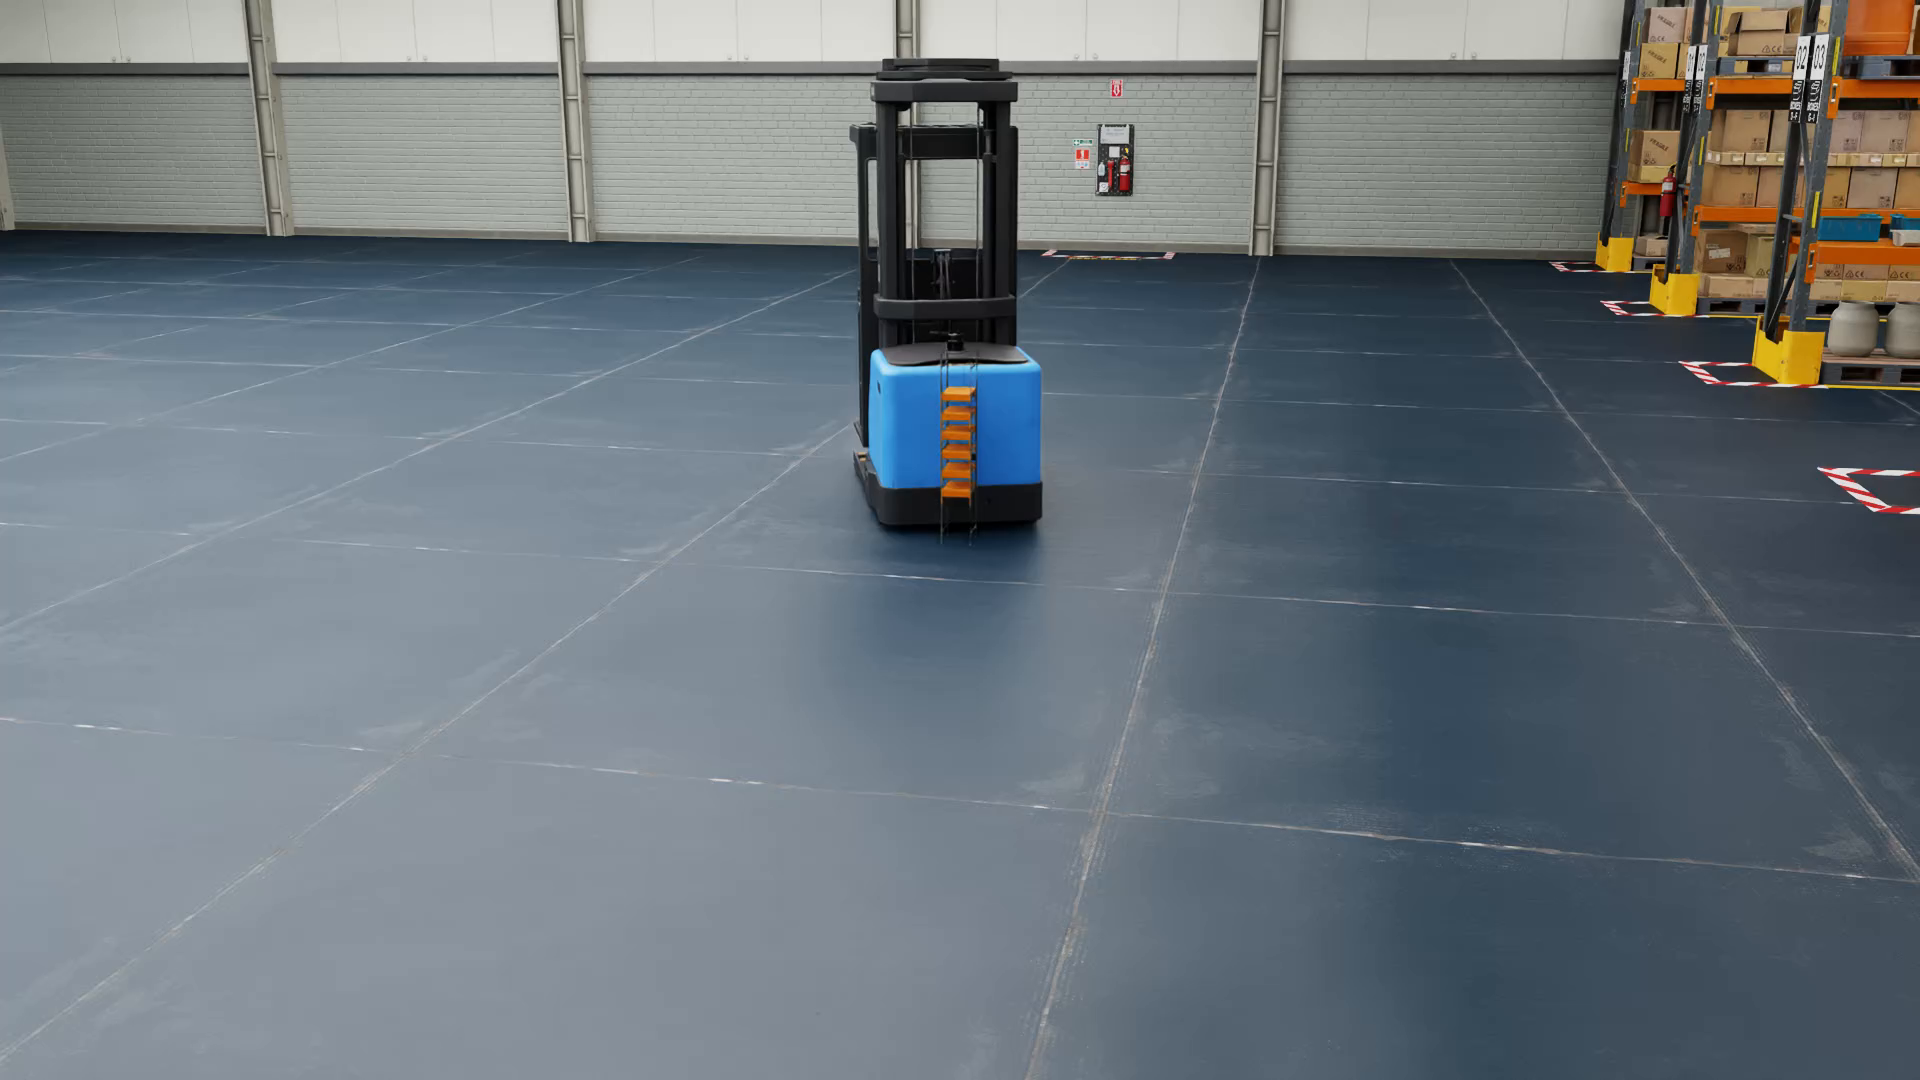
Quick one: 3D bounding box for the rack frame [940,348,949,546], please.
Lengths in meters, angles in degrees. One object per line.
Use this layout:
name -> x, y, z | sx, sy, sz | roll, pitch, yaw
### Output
rack frame -> -0.095, -0.575, 10.319 | 0.006, 1.200, 0.240 | 3, 16, 9

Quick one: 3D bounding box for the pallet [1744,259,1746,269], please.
pallet -> 12.064, -4.195, 25.241 | 1.213, 0.211, 1.003 | 3, 16, 11

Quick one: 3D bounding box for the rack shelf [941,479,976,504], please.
rack shelf -> -0.005, -0.297, 10.380 | 0.180, 0.103, 0.258 | 3, 16, 9

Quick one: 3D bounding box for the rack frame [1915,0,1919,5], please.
rack frame -> 13.928, -8.339, 23.740 | 0.127, 3.000, 1.000 | 3, 16, 11

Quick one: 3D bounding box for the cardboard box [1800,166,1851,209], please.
cardboard box -> 10.480, -4.330, 20.318 | 0.500, 0.500, 0.700 | 3, 16, 11

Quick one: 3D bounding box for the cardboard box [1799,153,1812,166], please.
cardboard box -> 10.116, -4.608, 20.104 | 0.250, 0.149, 0.380 | 3, 16, 10

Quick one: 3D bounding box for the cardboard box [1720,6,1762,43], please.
cardboard box -> 11.323, -7.498, 24.224 | 0.500, 0.500, 0.500 | 4, 16, 13

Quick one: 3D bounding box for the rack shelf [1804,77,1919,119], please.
rack shelf -> 9.994, -4.062, 15.265 | 4.000, 0.370, 1.077 | 3, 16, 11

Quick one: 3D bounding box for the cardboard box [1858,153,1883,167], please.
cardboard box -> 10.872, -4.566, 19.956 | 0.250, 0.149, 0.380 | 3, 16, 12

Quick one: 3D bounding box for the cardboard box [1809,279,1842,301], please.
cardboard box -> 10.486, -3.103, 20.440 | 0.500, 0.250, 0.500 | 3, 16, 11

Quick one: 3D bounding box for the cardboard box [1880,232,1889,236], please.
cardboard box -> 11.572, -3.551, 20.650 | 0.500, 0.500, 0.500 | 3, 16, 11

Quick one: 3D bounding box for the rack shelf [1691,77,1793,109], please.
rack shelf -> 10.984, -5.357, 19.942 | 4.000, 0.370, 1.077 | 3, 16, 11

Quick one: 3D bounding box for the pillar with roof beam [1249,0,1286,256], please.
pillar with roof beam -> 4.129, -7.934, 22.278 | 0.400, 9.000, 9.100 | 3, 16, 11

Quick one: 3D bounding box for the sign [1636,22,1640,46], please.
sign -> 9.900, -7.386, 24.280 | 0.005, 0.325, 0.100 | 3, 16, 11

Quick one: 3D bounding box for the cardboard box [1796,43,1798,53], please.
cardboard box -> 10.142, -5.851, 19.796 | 0.250, 0.149, 0.380 | 3, 16, 11

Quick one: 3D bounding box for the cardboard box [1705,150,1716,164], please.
cardboard box -> 9.437, -4.755, 20.637 | 0.250, 0.149, 0.380 | 3, 16, 10

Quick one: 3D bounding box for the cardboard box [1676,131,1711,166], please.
cardboard box -> 10.898, -5.827, 24.747 | 0.500, 0.500, 0.500 | 3, 16, 11

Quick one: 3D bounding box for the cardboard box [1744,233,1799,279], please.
cardboard box -> 9.996, -3.491, 20.434 | 0.500, 0.500, 0.500 | 3, 16, 11

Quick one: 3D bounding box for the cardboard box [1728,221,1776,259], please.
cardboard box -> 11.936, -4.526, 25.069 | 0.500, 0.500, 0.700 | 2, 16, 8

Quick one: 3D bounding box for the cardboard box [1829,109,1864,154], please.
cardboard box -> 10.542, -4.954, 20.140 | 0.500, 0.500, 0.700 | 3, 16, 11

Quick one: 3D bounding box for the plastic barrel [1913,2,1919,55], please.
plastic barrel -> 9.176, -4.781, 15.373 | 0.600, 0.588, 0.600 | 0, 15, 0

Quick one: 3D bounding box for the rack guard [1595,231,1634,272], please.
rack guard -> 10.083, -4.452, 25.629 | 0.348, 0.500, 1.175 | 3, 16, 11

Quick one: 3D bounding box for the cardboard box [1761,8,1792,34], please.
cardboard box -> 11.990, -7.605, 24.610 | 0.500, 0.500, 0.500 | 3, 16, 11

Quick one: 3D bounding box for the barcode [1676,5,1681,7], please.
barcode -> 10.803, -8.019, 25.018 | 0.075, 0.075, 0.001 | 3, 16, 11

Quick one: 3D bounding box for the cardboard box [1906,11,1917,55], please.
cardboard box -> 11.356, -6.038, 19.809 | 0.637, 0.503, 0.797 | 5, 16, 17

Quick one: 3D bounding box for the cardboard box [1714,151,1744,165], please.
cardboard box -> 9.366, -4.648, 20.252 | 0.250, 0.149, 0.380 | 3, 16, 11

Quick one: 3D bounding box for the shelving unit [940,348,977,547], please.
shelving unit -> -0.005, -0.571, 10.304 | 0.189, 1.200, 0.258 | 3, 16, 9

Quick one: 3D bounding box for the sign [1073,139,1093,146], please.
sign -> 2.054, -6.637, 27.774 | 0.331, 0.109, 0.001 | 3, 16, 11

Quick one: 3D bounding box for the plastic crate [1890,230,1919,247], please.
plastic crate -> 8.847, -2.810, 15.513 | 0.250, 0.136, 0.298 | 3, 16, 11

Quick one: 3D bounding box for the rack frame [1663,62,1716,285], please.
rack frame -> 9.025, -4.365, 20.631 | 0.127, 3.000, 1.000 | 3, 16, 11

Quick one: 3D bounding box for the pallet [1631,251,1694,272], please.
pallet -> 10.872, -4.261, 25.478 | 1.213, 0.211, 1.003 | 3, 16, 11

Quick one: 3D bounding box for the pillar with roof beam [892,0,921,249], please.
pillar with roof beam -> -1.751, -8.253, 23.430 | 0.400, 9.000, 9.100 | 3, 16, 11

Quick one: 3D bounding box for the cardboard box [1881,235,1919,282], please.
cardboard box -> 11.468, -3.414, 20.155 | 0.500, 0.500, 0.500 | 3, 16, 11

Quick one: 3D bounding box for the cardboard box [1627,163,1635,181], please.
cardboard box -> 10.505, -5.624, 25.420 | 0.500, 0.250, 0.500 | 3, 16, 12

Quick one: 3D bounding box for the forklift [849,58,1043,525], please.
forklift -> -0.185, -1.852, 11.686 | 1.130, 2.935, 3.031 | -2, 16, -8

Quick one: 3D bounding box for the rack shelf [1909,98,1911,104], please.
rack shelf -> 15.888, -6.441, 23.853 | 4.000, 0.370, 1.077 | 3, 16, 11

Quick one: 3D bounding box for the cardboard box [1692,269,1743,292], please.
cardboard box -> 9.609, -3.291, 21.118 | 0.500, 0.250, 0.500 | 3, 16, 11

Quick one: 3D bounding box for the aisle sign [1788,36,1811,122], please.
aisle sign -> 8.022, -4.404, 15.901 | 0.004, 0.787, 0.394 | 3, 16, 11

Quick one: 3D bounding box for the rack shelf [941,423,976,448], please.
rack shelf -> -0.005, -0.643, 10.284 | 0.180, 0.103, 0.258 | 3, 16, 9

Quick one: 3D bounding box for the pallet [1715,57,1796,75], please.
pallet -> 9.712, -5.723, 20.082 | 1.213, 0.211, 1.003 | 3, 16, 11

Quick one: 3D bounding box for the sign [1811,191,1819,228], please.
sign -> 7.920, -3.059, 15.398 | 0.005, 0.325, 0.100 | 3, 16, 11

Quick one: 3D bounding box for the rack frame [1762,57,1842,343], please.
rack frame -> 8.034, -3.069, 15.953 | 0.127, 3.000, 1.000 | 3, 16, 11

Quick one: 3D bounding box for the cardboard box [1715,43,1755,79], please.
cardboard box -> 11.315, -7.017, 24.360 | 0.500, 0.500, 0.500 | 4, 16, 14
